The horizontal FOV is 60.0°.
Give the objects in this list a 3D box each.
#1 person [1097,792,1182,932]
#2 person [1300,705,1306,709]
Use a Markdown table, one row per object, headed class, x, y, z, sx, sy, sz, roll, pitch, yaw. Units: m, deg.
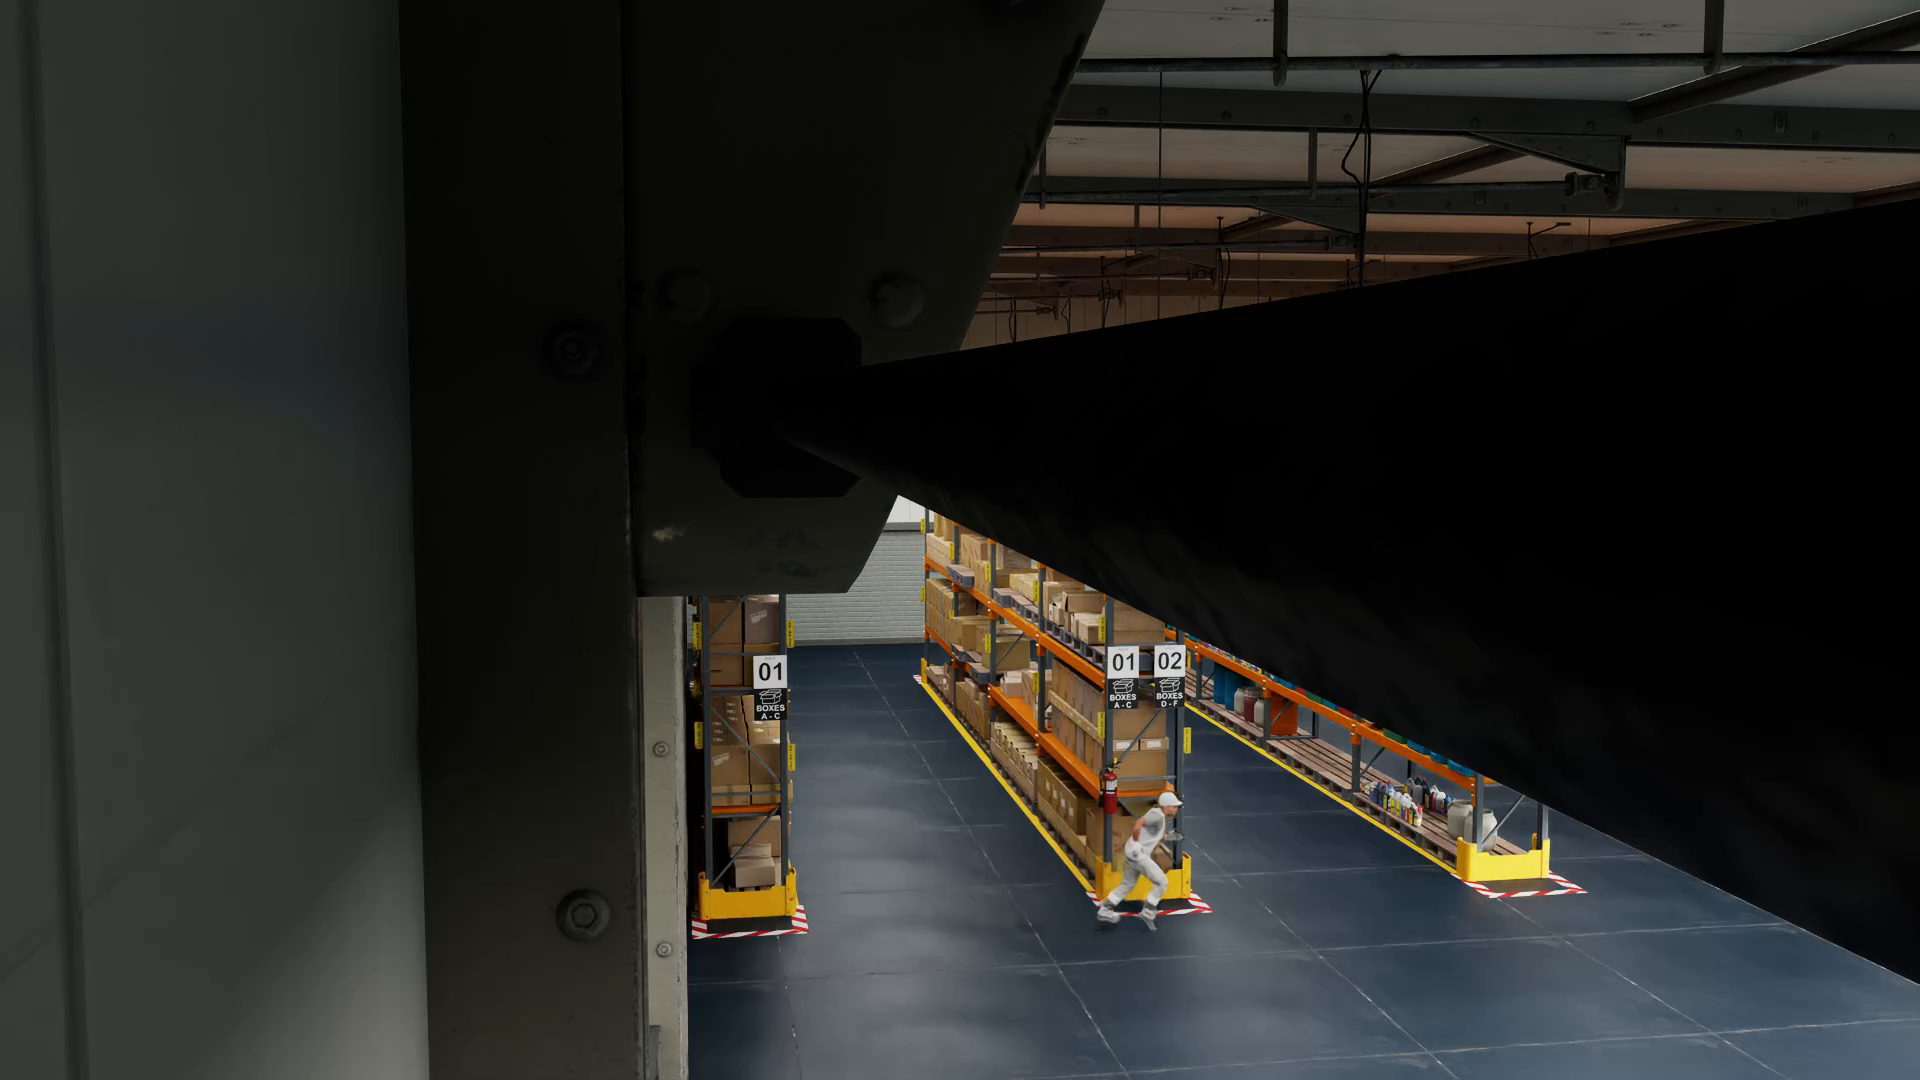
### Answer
| class | x | y | z | sx | sy | sz | roll | pitch | yaw |
| --- | --- | --- | --- | --- | --- | --- | --- | --- | --- |
| person | 2.113 | 3.801 | 19.572 | 1.000 | 1.694 | 0.706 | 1 | 5 | 6 |
| person | 6.913 | 2.544 | 33.703 | 0.813 | 1.705 | 0.688 | 1 | 5 | 12 |
